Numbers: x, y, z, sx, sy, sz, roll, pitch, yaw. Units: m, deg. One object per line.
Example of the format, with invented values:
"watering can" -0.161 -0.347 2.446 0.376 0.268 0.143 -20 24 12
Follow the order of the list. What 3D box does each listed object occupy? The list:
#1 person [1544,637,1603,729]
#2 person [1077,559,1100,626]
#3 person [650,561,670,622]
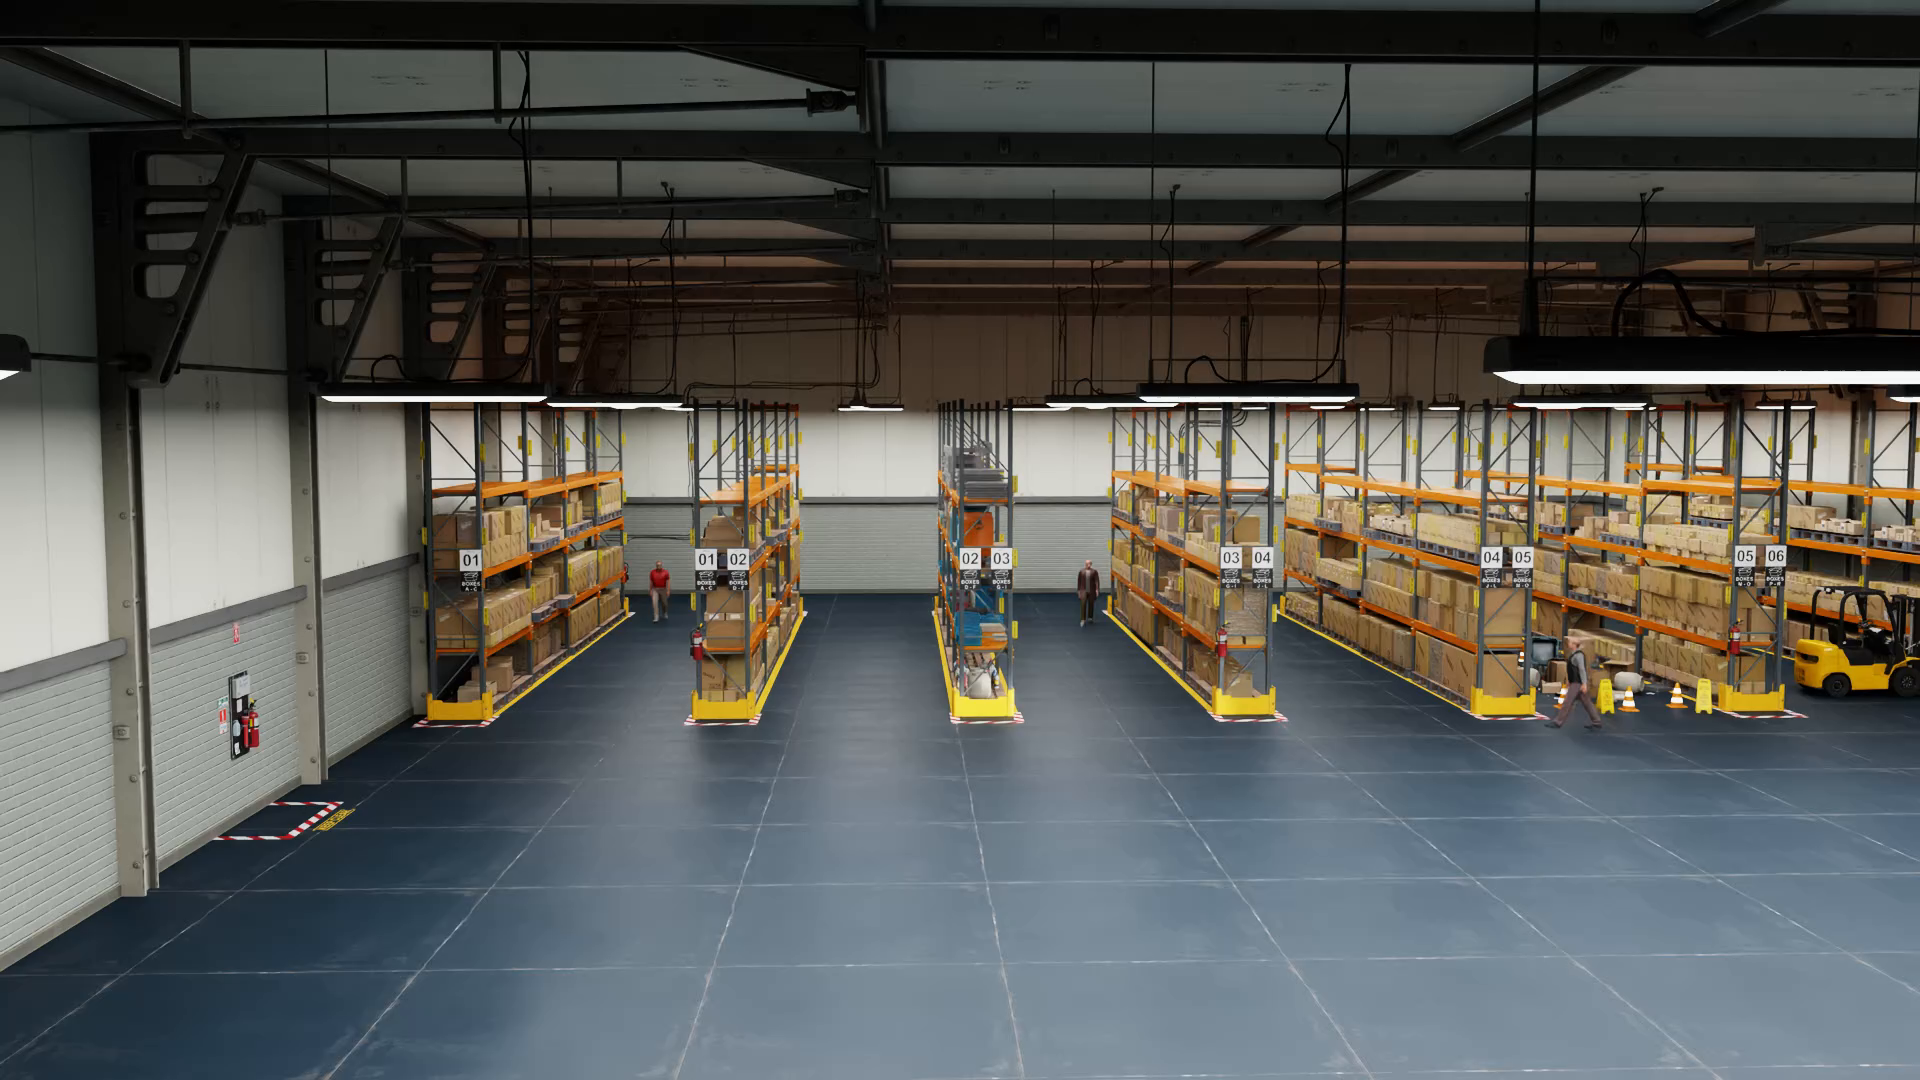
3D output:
"person" 11.129 2.577 30.108 0.991 1.656 0.573 2 5 22
"person" 3.487 1.409 45.169 0.614 1.760 1.038 0 4 6
"person" -8.266 1.397 45.806 0.547 1.670 0.951 0 4 -5
